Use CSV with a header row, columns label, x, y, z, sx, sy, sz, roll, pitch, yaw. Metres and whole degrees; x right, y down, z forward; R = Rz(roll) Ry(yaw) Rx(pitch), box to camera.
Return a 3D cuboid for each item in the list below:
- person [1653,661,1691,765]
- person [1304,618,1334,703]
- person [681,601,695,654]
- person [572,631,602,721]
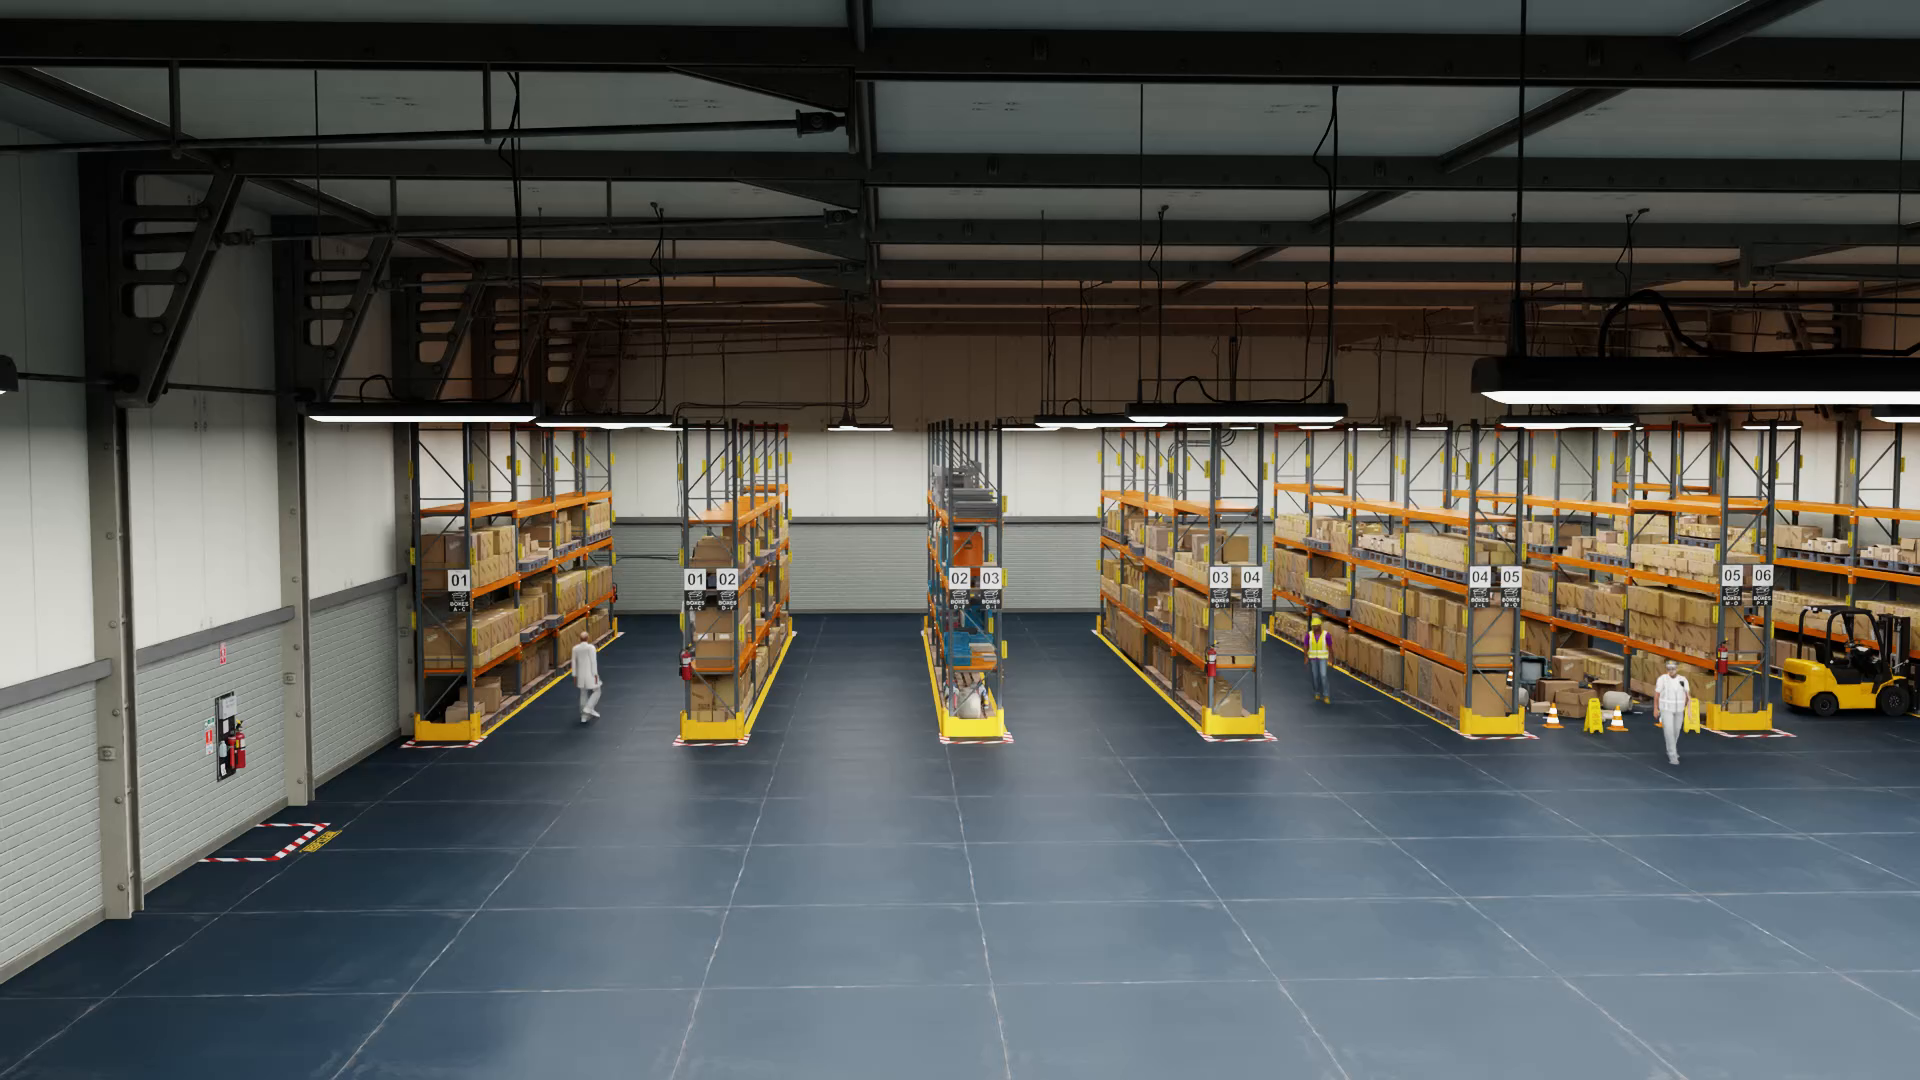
label,x,y,z,sx,sy,sz,roll,pitch,yaw
person,12.478,3.000,29.071,0.563,1.793,0.747,0,4,2
person,7.652,2.571,35.555,0.668,1.763,0.660,2,4,27
person,-7.019,2.117,43.254,0.511,1.628,0.905,-1,4,-11
person,-7.454,2.707,33.134,0.618,1.768,0.554,1,4,9
